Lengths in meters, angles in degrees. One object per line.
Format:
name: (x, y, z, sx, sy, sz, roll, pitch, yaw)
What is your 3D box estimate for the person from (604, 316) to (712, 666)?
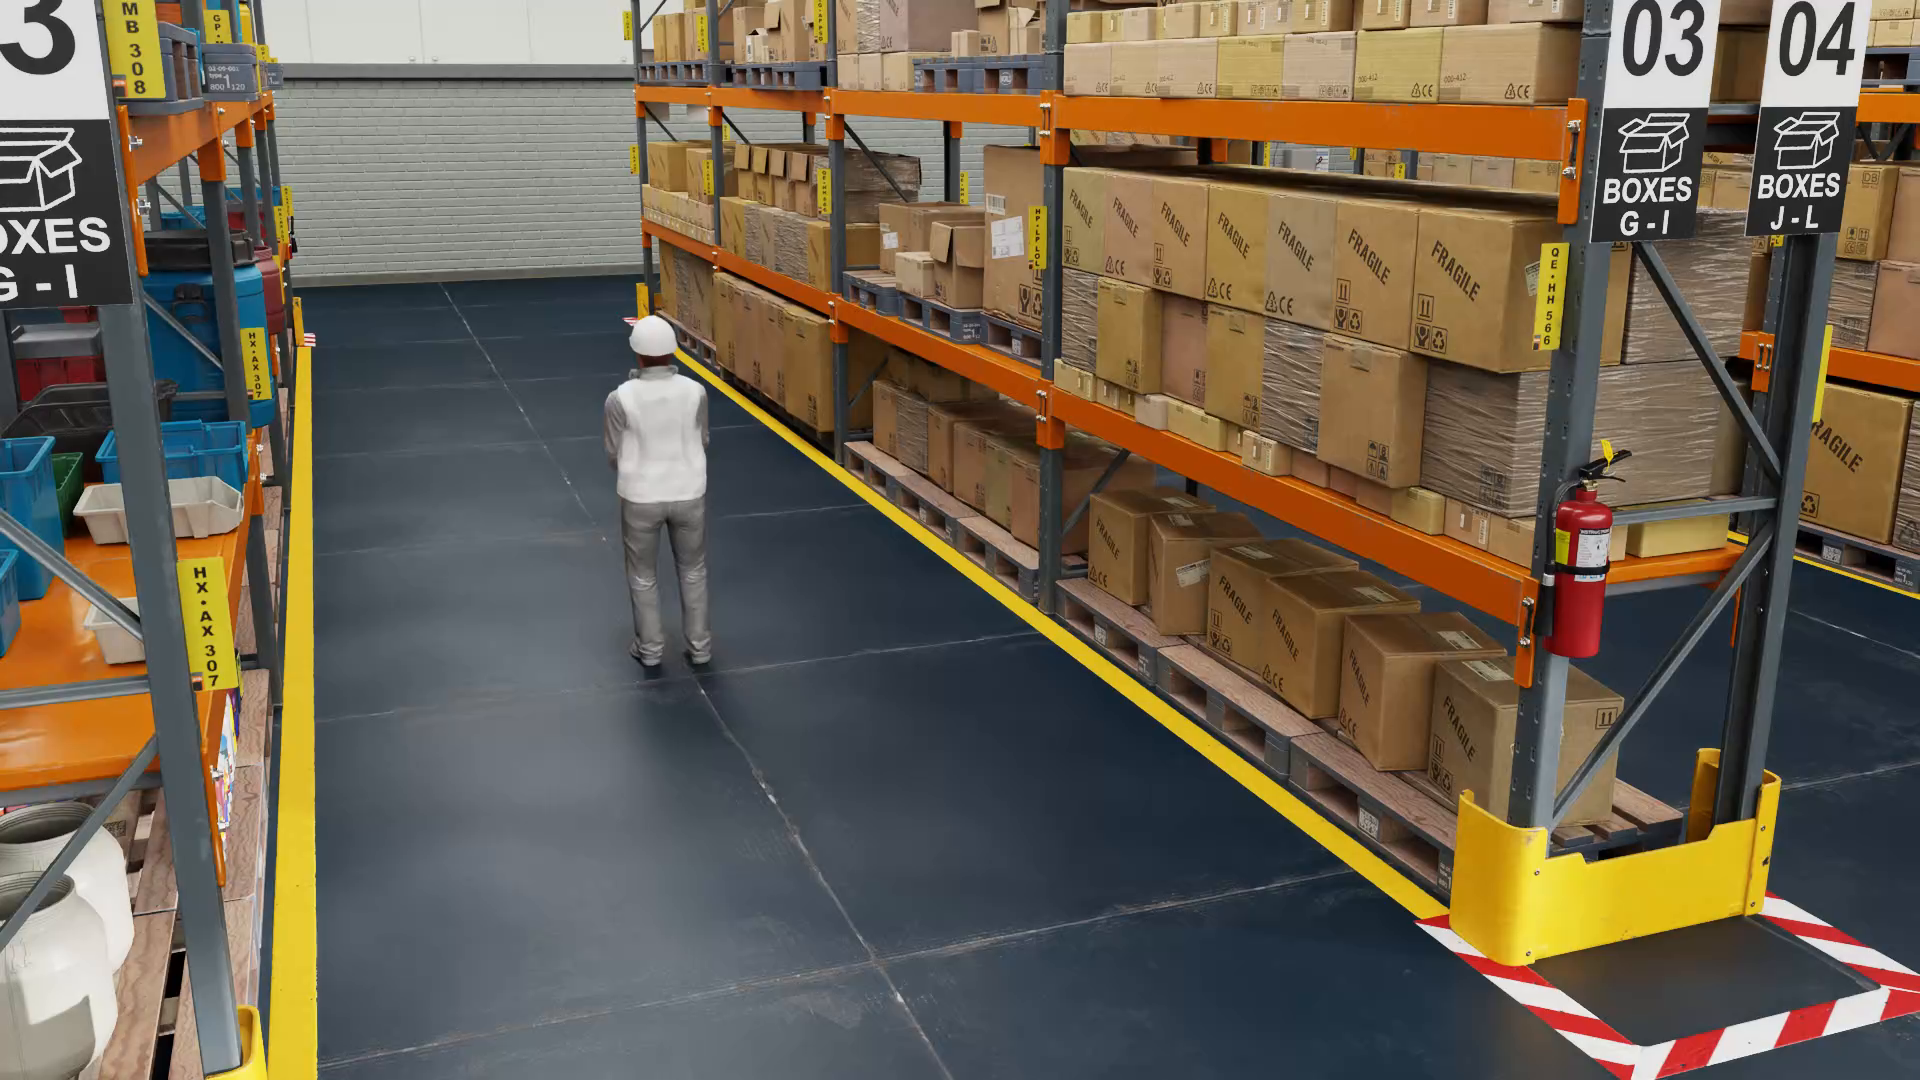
person: (-1.519, -0.250, 8.368, 0.528, 1.777, 0.529, -6, 17, -21)
